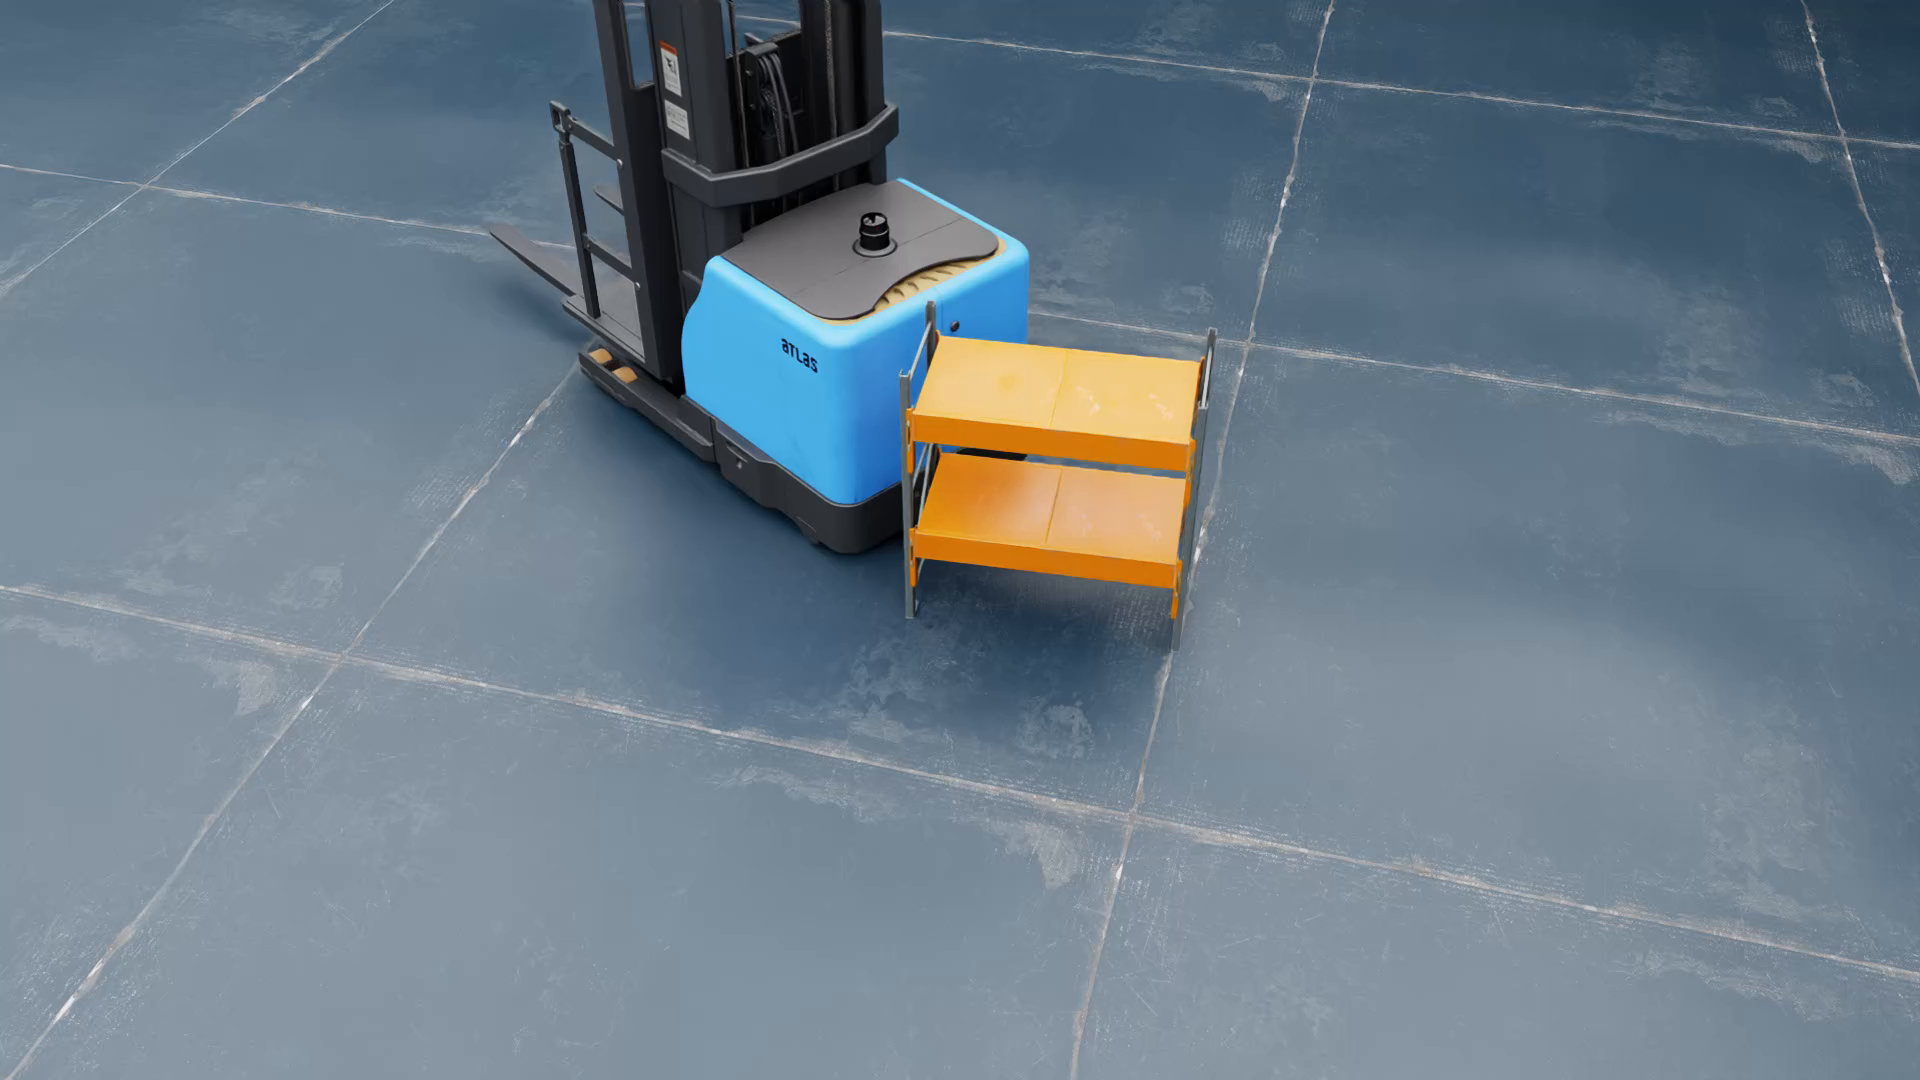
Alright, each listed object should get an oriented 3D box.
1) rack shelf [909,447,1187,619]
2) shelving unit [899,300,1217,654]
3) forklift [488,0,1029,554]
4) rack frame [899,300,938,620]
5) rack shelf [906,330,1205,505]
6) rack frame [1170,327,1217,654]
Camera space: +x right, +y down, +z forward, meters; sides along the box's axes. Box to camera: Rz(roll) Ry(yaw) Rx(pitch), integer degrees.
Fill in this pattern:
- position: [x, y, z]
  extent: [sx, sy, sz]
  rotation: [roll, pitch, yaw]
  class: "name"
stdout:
- position: [0.352, -0.036, 6.299]
  extent: [1.000, 0.278, 0.538]
  rotation: [7, 41, 8]
  class: "rack shelf"
- position: [0.352, -0.223, 6.141]
  extent: [1.048, 1.125, 0.538]
  rotation: [7, 41, 8]
  class: "shelving unit"
- position: [-1.078, -1.931, 6.770]
  extent: [1.130, 2.935, 3.031]
  rotation: [-30, 49, -31]
  class: "forklift"
- position: [-0.148, -0.283, 6.213]
  extent: [0.032, 1.125, 0.500]
  rotation: [7, 41, 8]
  class: "rack frame"
- position: [0.352, -0.448, 5.953]
  extent: [1.000, 0.278, 0.538]
  rotation: [7, 41, 8]
  class: "rack shelf"
- position: [0.851, -0.164, 6.070]
  extent: [0.032, 1.125, 0.500]
  rotation: [7, 41, 8]
  class: "rack frame"
